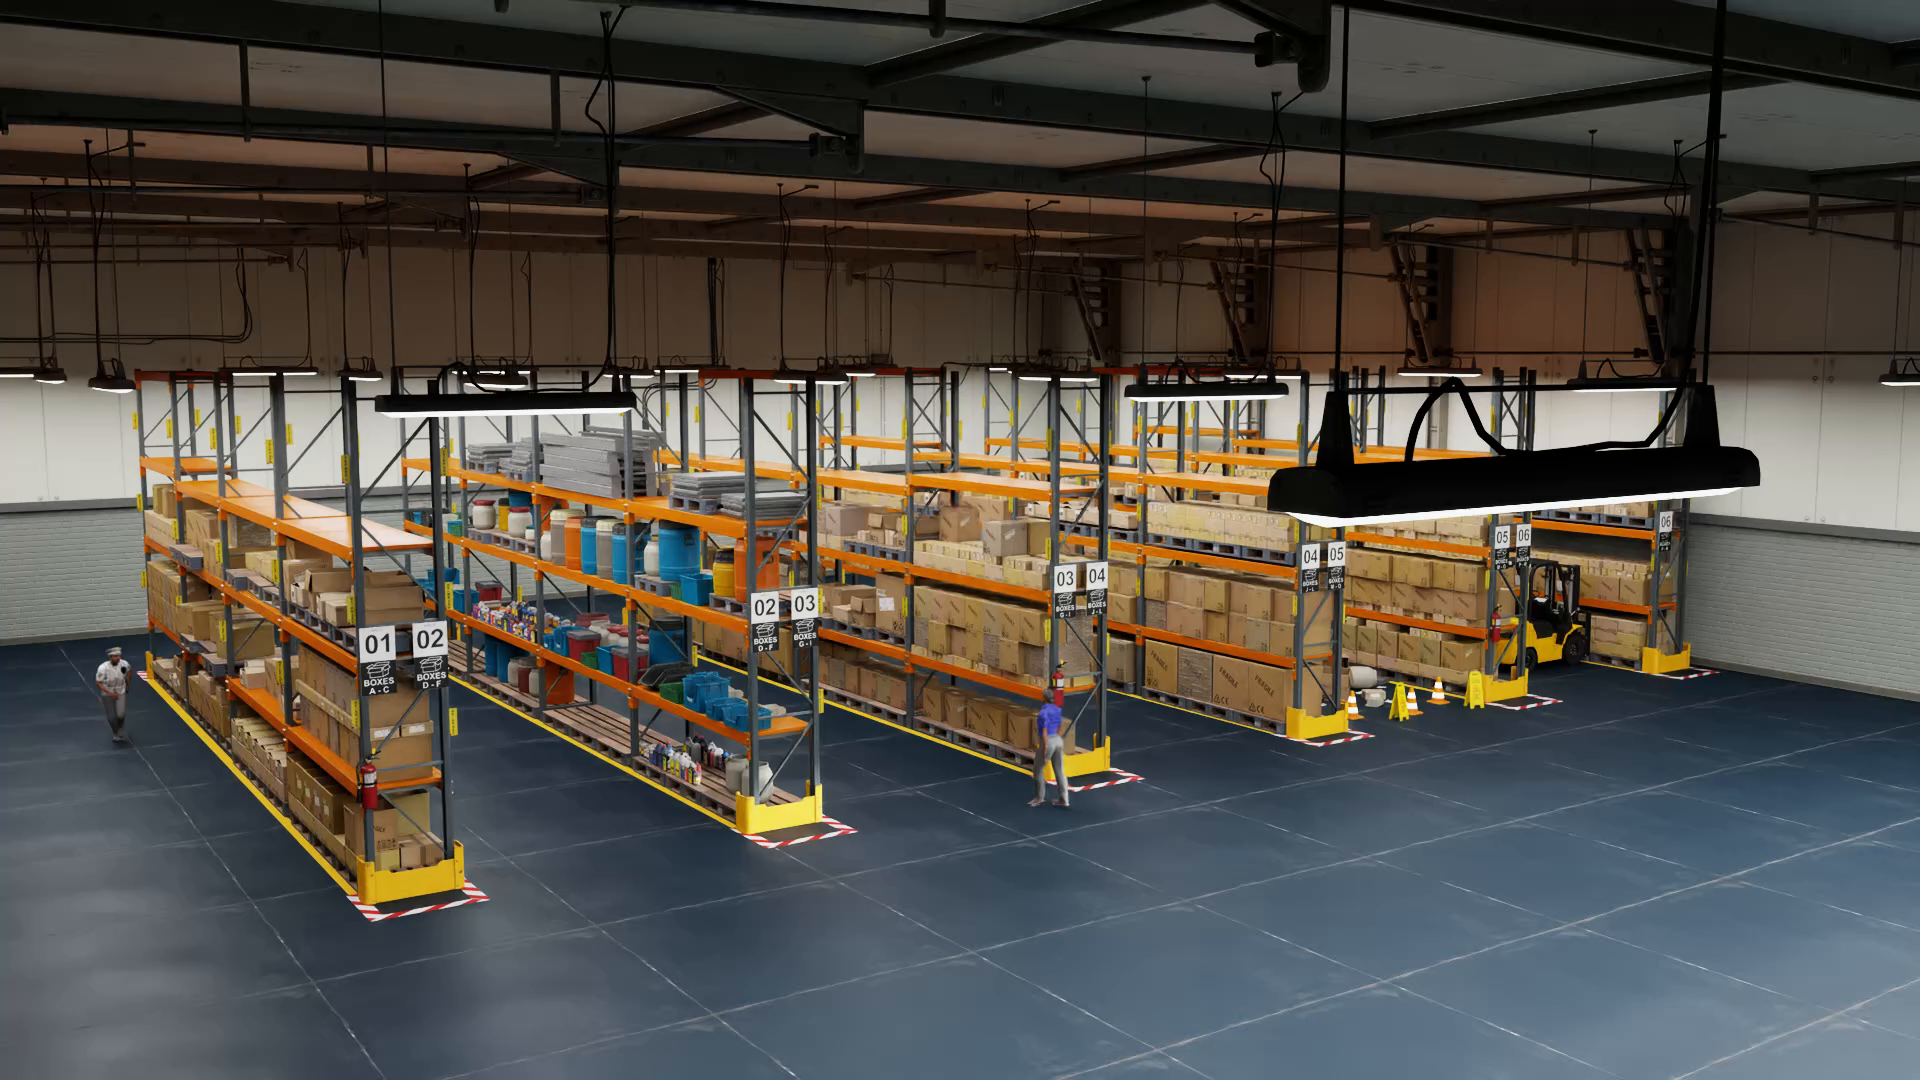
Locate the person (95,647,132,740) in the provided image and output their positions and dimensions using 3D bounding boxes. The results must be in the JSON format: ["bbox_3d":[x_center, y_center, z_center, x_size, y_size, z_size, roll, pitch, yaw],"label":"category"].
[{"bbox_3d":[-13.732,2.496,27.024,0.526,1.597,0.734,-3,7,-24],"label":"person"}]

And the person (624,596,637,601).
[{"bbox_3d":[-8.034,0.879,40.630,0.528,1.707,0.617,1,7,12],"label":"person"}]

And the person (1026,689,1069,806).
[{"bbox_3d":[1.273,2.920,23.237,0.608,1.697,0.485,6,9,44],"label":"person"}]
